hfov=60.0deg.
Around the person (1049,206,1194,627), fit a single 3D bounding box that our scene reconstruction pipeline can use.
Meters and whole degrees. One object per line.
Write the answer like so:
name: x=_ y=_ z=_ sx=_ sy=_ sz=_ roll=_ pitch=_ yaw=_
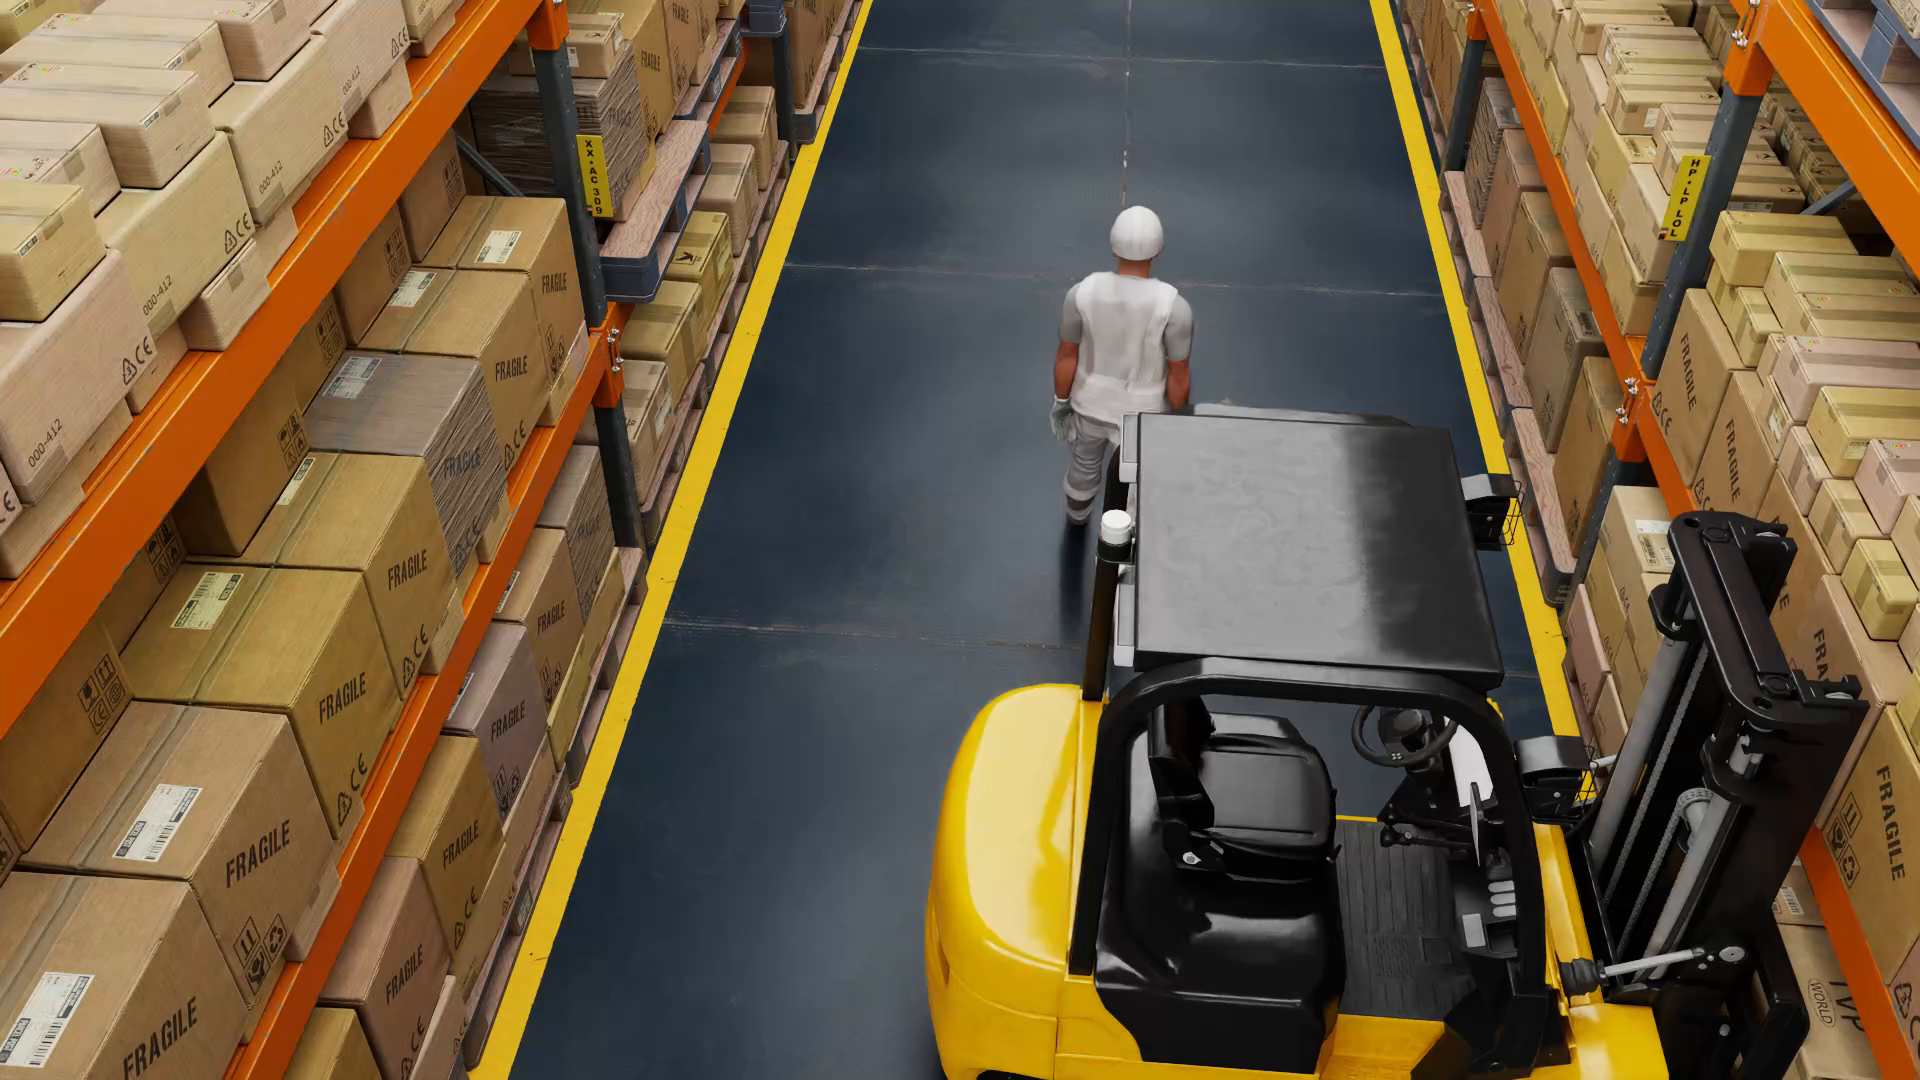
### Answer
person: x=0.643 y=-0.582 z=6.829 sx=0.645 sy=1.750 sz=0.890 roll=17 pitch=42 yaw=19
